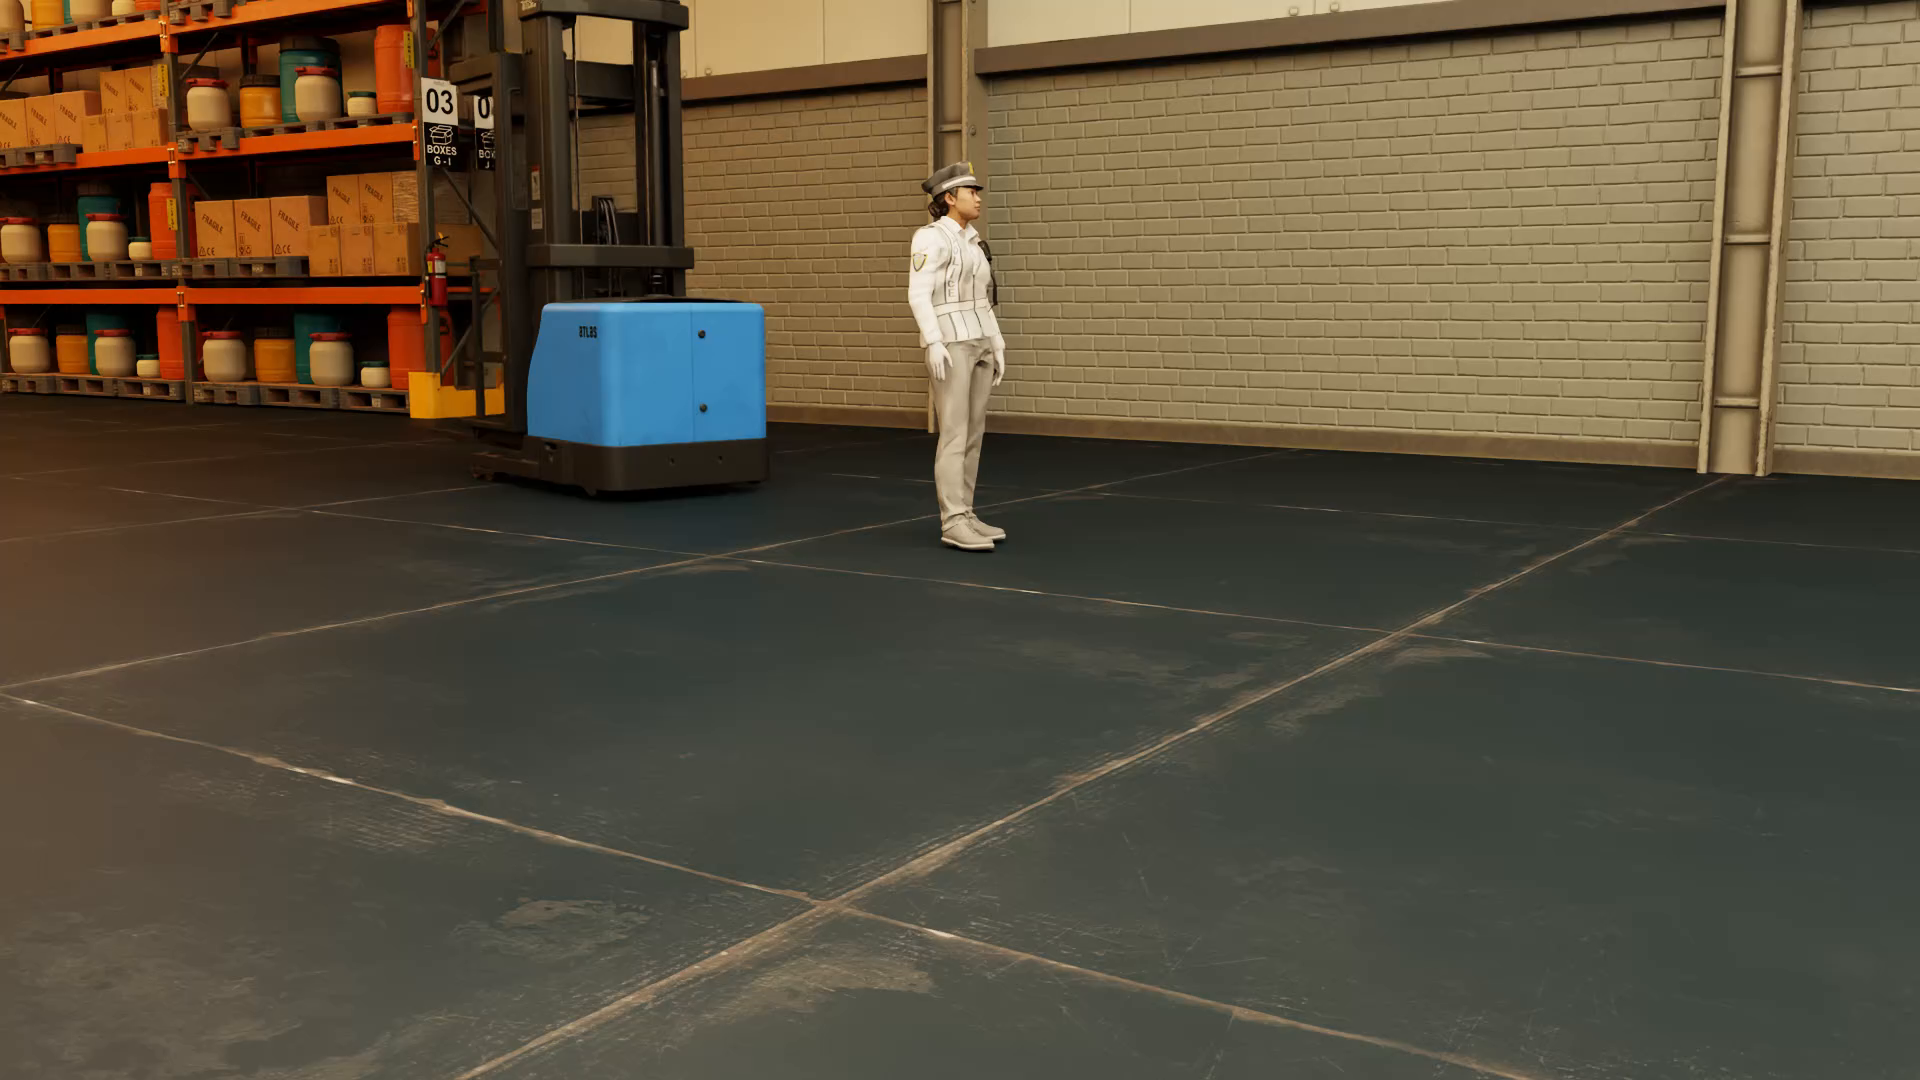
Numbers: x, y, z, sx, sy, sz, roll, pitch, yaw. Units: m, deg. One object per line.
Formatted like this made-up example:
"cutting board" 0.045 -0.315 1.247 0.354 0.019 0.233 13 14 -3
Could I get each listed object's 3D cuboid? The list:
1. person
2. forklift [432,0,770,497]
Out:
"person" 0.053 -0.840 7.439 0.530 1.694 0.586 5 10 34
"forklift" -2.399 -1.848 10.191 1.130 2.935 3.031 -6 10 -38
